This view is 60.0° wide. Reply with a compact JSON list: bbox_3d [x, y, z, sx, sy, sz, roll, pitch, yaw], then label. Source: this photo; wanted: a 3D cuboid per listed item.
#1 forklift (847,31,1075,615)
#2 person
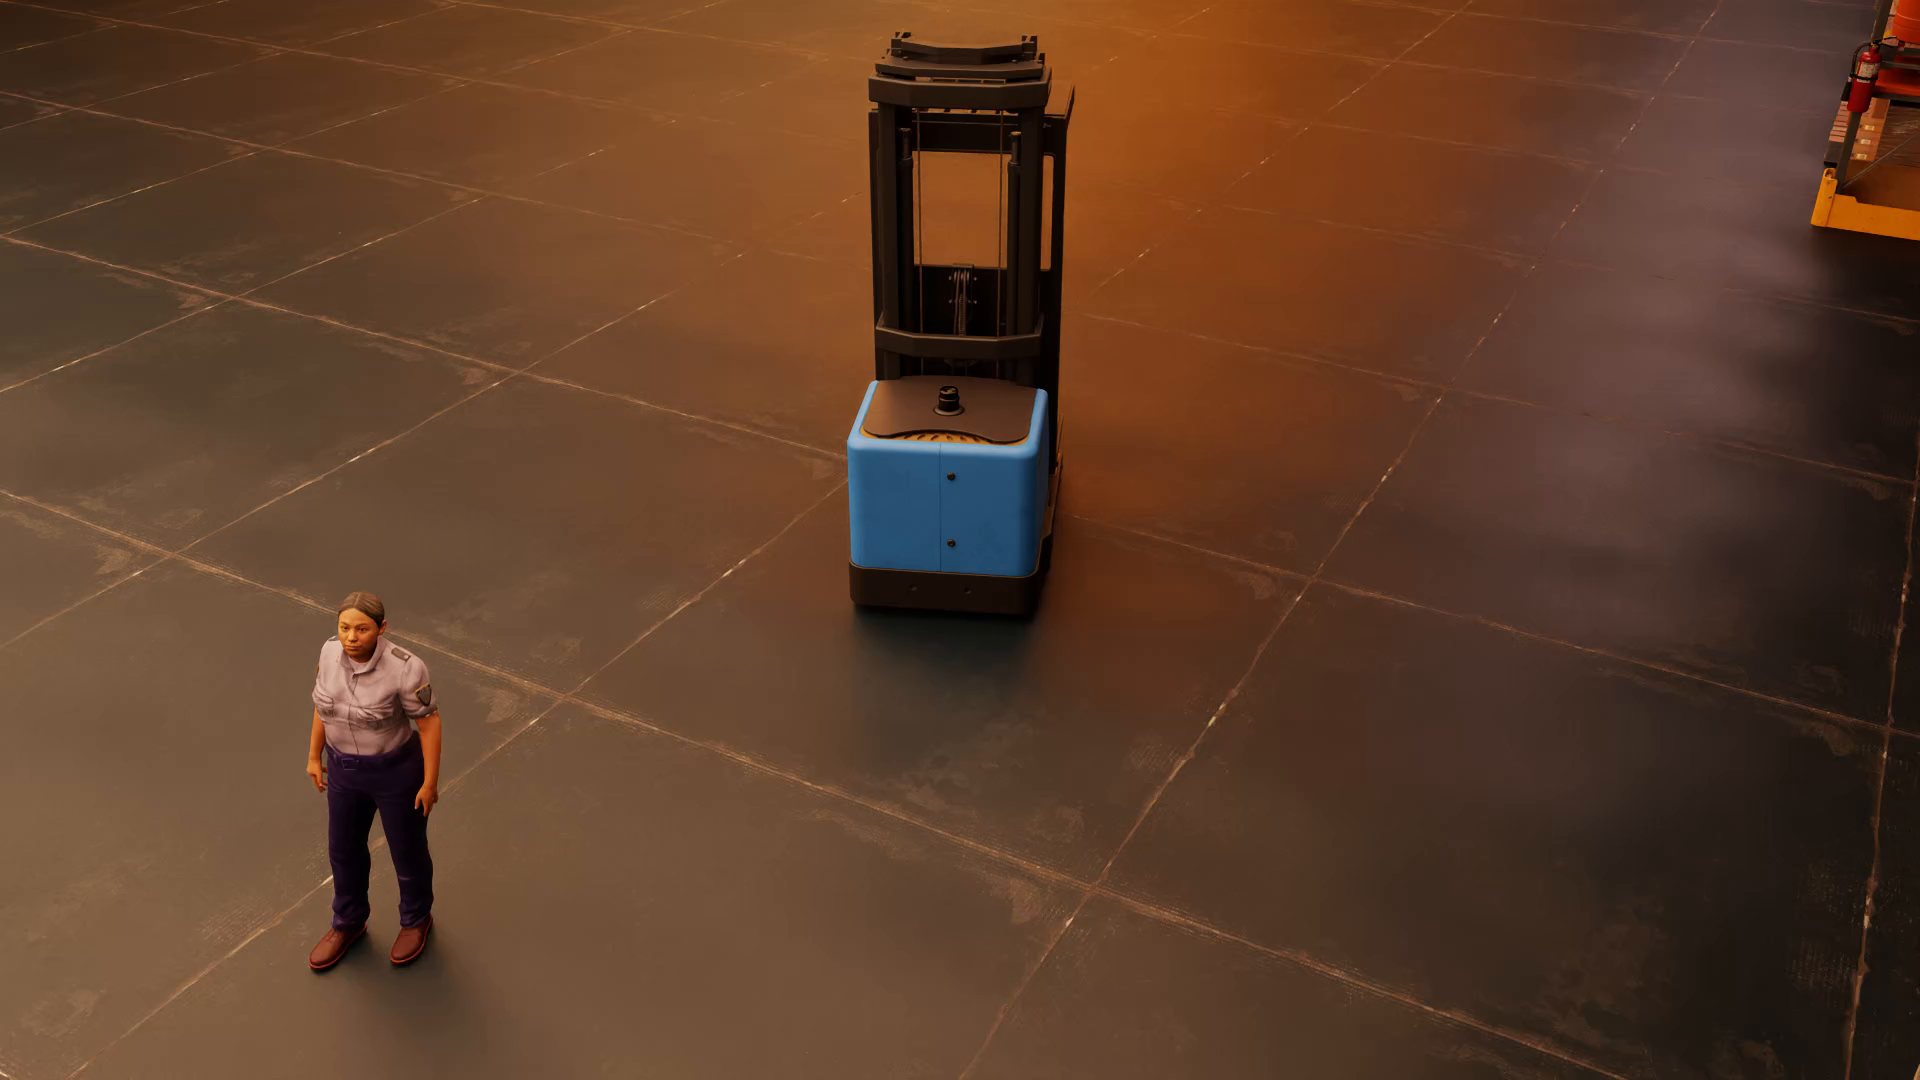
[{"bbox_3d":[0.072,-1.572,9.794,1.130,2.935,3.031,3,30,6],"label":"forklift"},{"bbox_3d":[-2.379,0.982,6.639,0.599,1.650,0.502,7,31,12],"label":"person"}]
